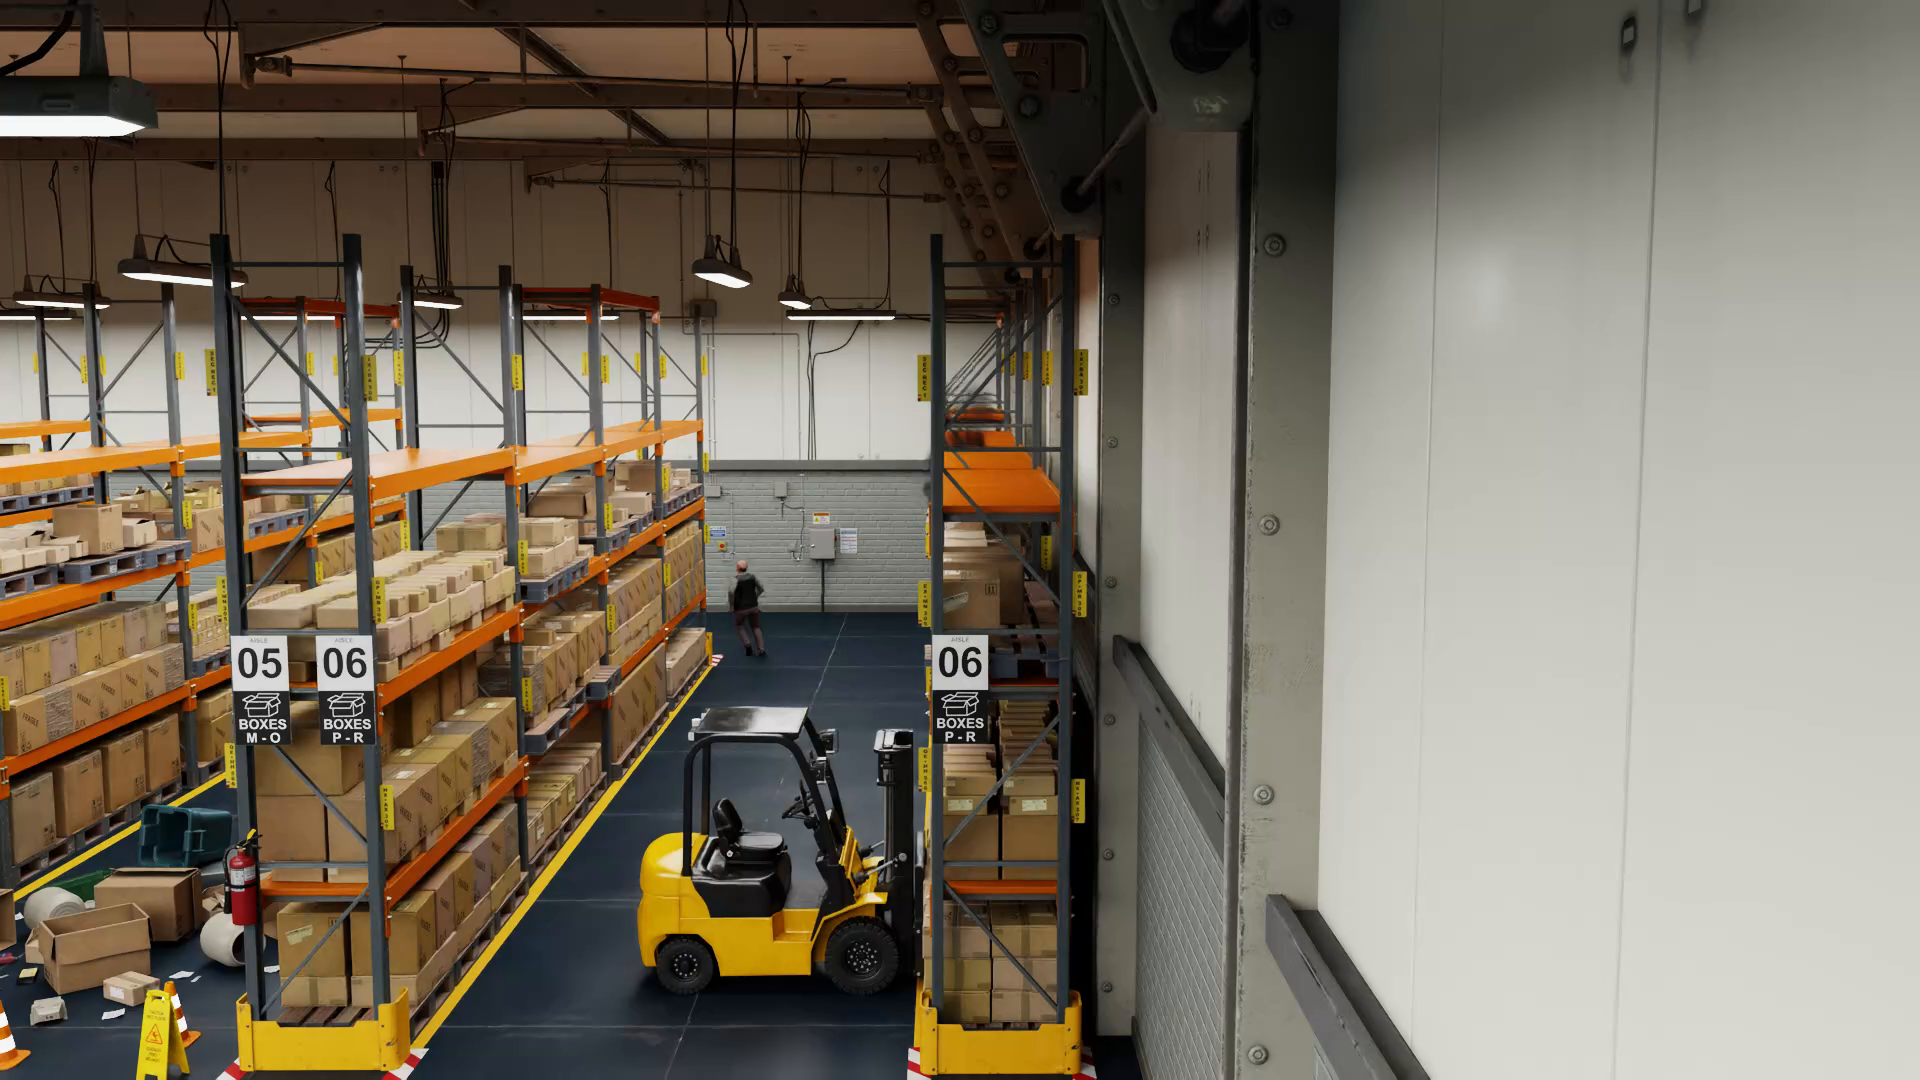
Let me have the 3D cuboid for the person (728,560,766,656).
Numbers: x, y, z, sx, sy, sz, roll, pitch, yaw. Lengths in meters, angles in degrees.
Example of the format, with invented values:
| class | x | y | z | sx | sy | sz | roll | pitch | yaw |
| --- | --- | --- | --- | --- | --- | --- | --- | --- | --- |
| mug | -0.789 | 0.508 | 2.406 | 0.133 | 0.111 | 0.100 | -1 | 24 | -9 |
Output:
| class | x | y | z | sx | sy | sz | roll | pitch | yaw |
| --- | --- | --- | --- | --- | --- | --- | --- | --- | --- |
| person | -3.713 | 1.186 | 28.548 | 0.716 | 1.694 | 0.636 | -3 | 7 | -28 |
